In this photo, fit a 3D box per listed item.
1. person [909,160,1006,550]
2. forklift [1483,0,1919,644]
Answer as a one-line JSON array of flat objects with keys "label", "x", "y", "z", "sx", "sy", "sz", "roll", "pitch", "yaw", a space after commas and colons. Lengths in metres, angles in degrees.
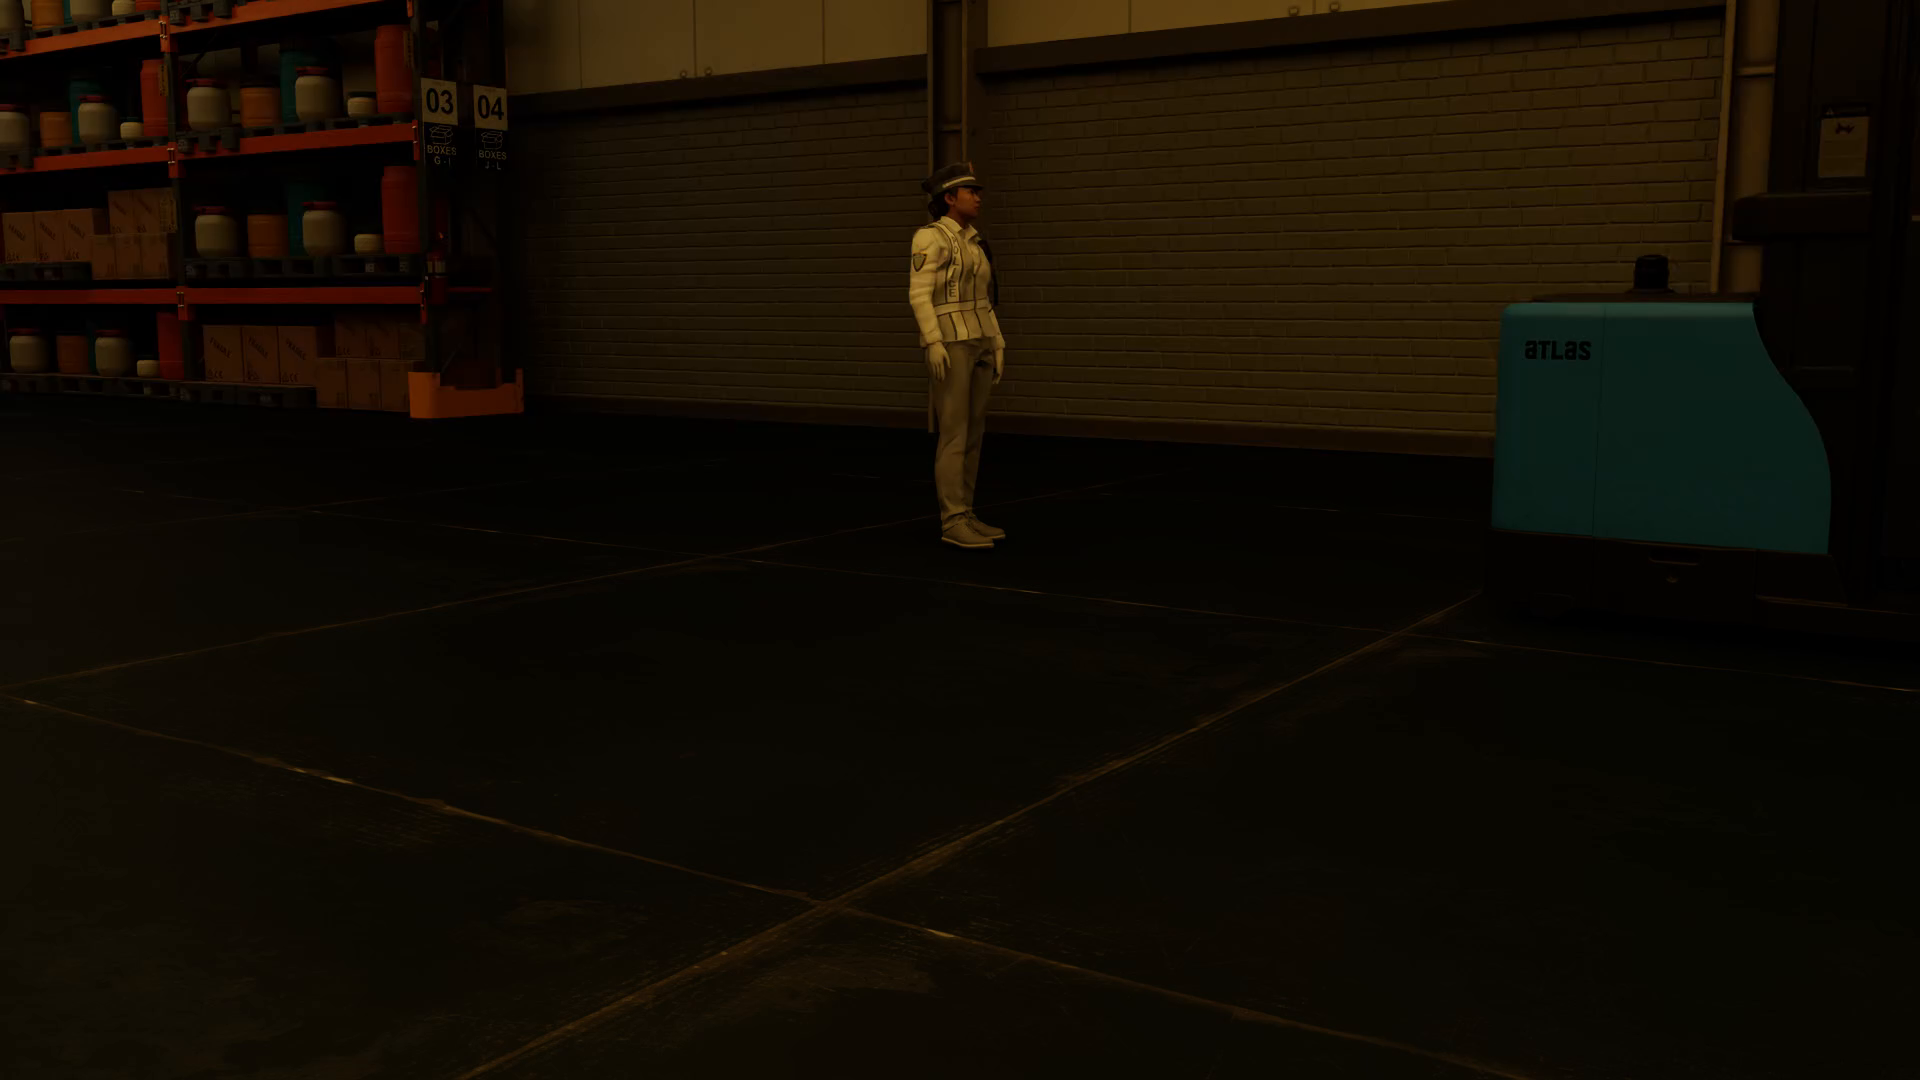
[{"label": "person", "x": 0.053, "y": -0.840, "z": 7.440, "sx": 0.531, "sy": 1.695, "sz": 0.587, "roll": 5, "pitch": 10, "yaw": 34}, {"label": "forklift", "x": 3.311, "y": -1.122, "z": 5.080, "sx": 3.031, "sy": 2.935, "sz": 1.130, "roll": 5, "pitch": 10, "yaw": 34}]
